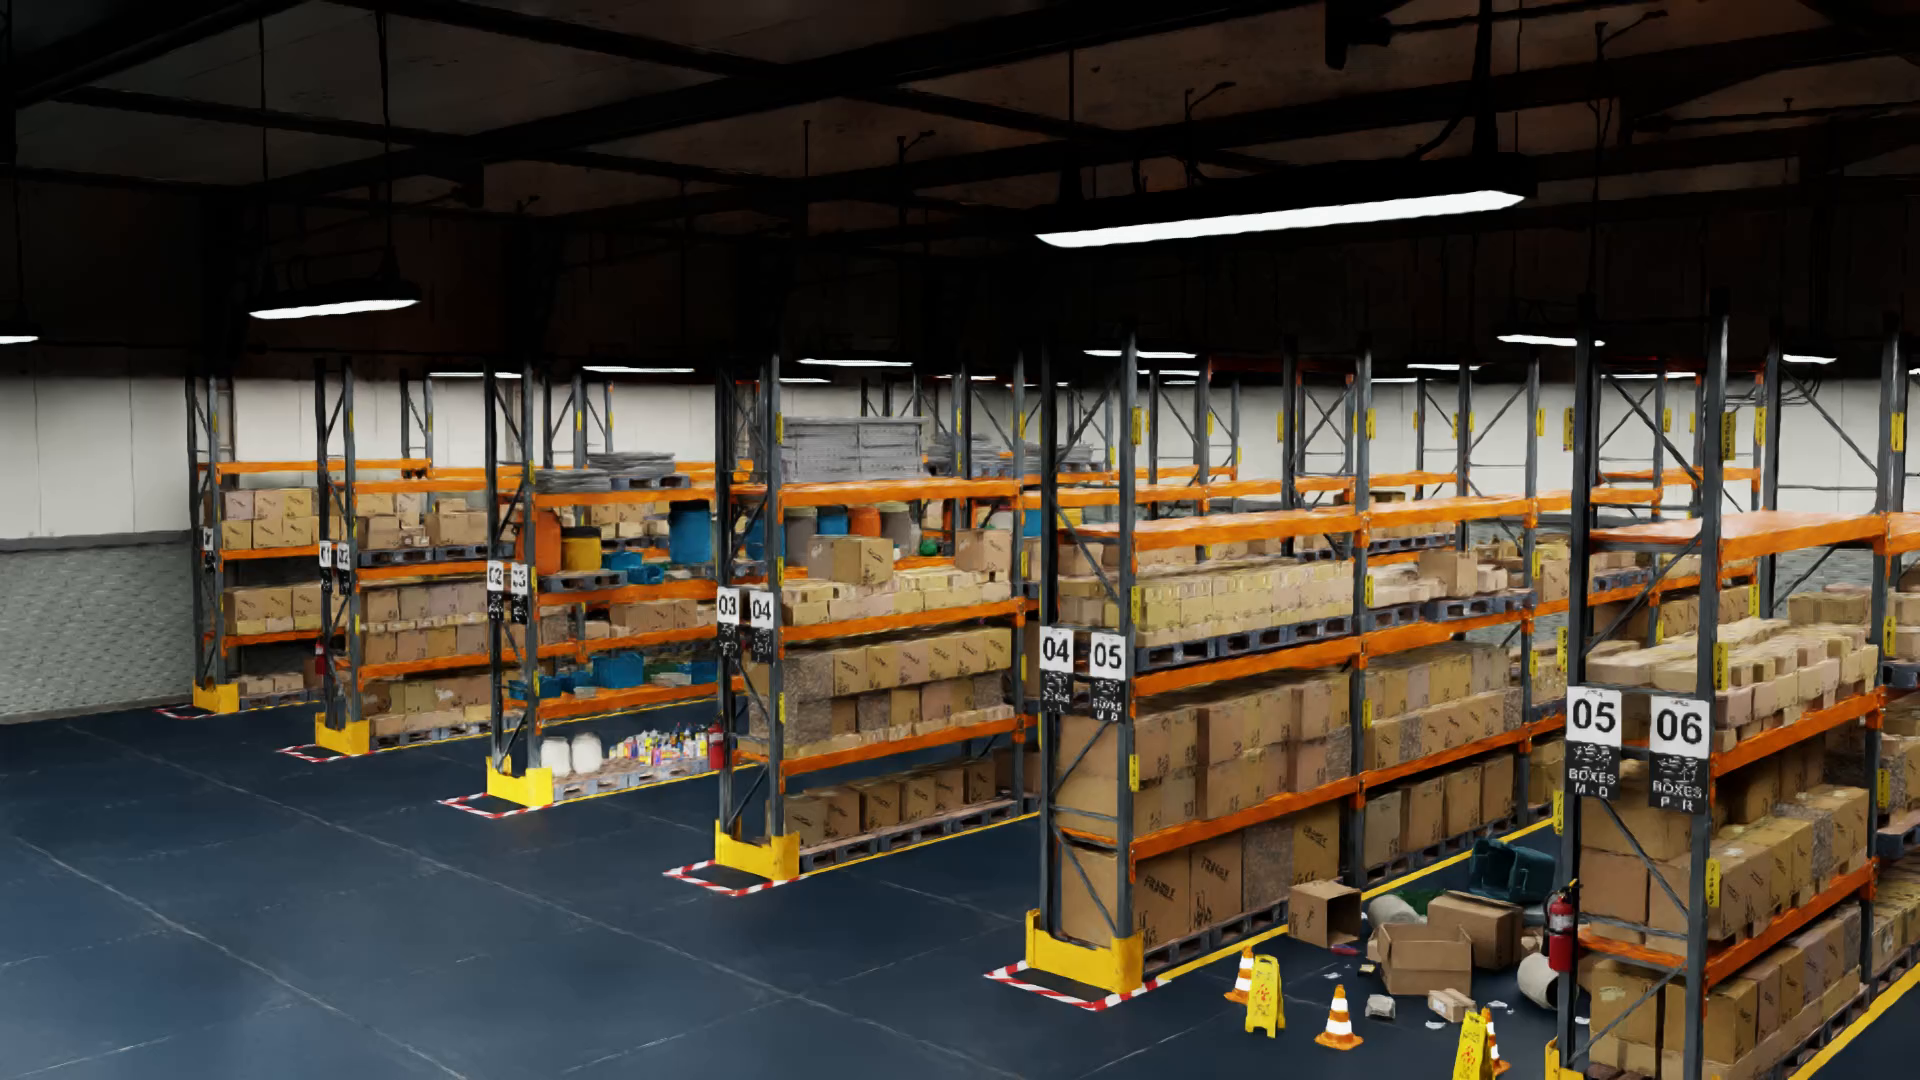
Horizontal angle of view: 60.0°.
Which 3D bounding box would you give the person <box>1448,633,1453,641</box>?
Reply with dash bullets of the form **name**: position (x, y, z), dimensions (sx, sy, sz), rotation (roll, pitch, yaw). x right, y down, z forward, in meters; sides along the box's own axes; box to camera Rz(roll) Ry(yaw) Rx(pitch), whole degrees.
- **person**: position (7.985, 2.270, 26.655), dimensions (0.677, 1.726, 0.574), rotation (4, 6, 42)
